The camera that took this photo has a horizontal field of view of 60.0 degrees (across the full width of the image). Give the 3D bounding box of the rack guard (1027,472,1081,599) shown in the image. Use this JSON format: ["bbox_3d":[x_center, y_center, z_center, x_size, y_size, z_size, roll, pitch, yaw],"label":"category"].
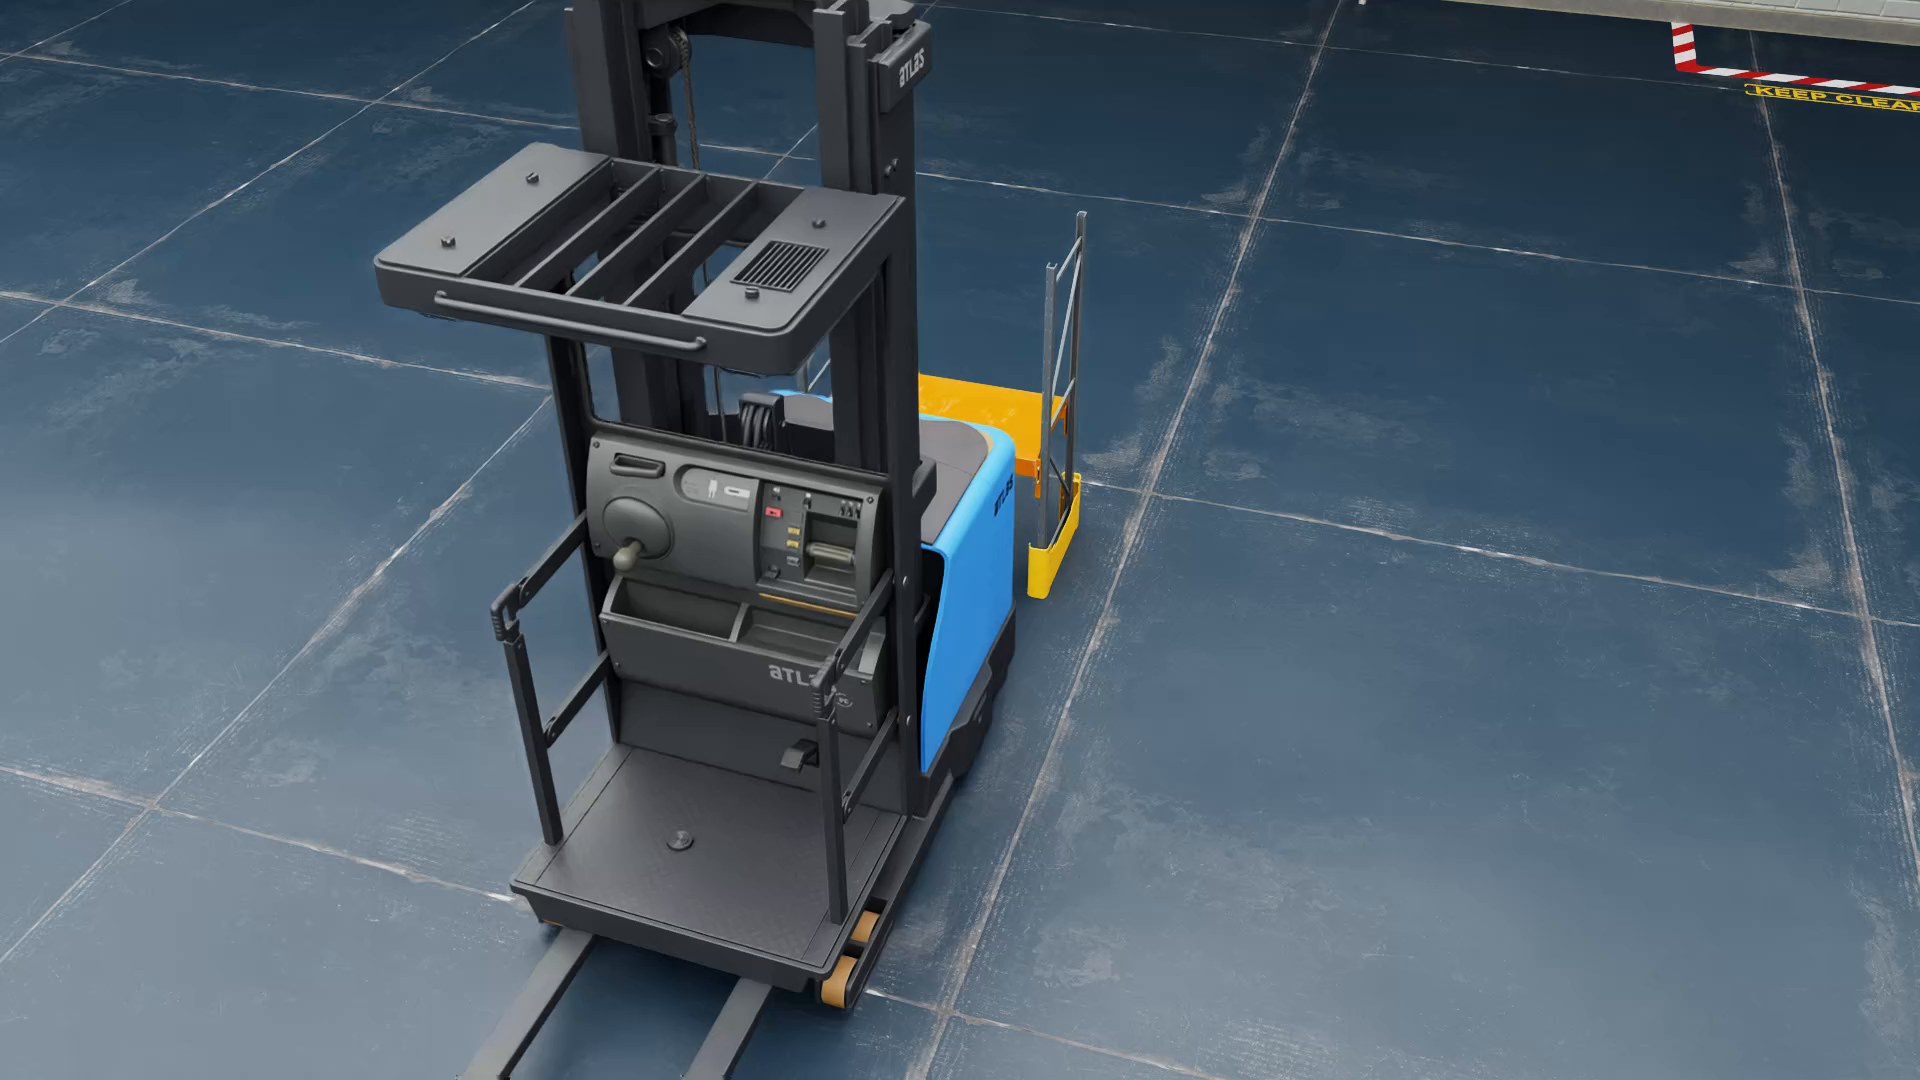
[{"bbox_3d":[0.403,-0.026,7.075,0.087,0.250,0.587,10,38,14],"label":"rack guard"}]

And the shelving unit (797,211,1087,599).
[{"bbox_3d":[-0.073,-0.618,6.824,1.083,1.500,0.587,10,38,14],"label":"shelving unit"}]

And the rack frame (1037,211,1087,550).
[{"bbox_3d":[0.404,-0.529,6.704,0.032,1.500,0.500,10,38,14],"label":"rack frame"}]

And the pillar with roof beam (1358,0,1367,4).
[{"bbox_3d":[1.719,-5.466,7.085,0.400,9.000,9.100,10,38,14],"label":"pillar with roof beam"}]

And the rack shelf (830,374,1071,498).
[{"bbox_3d":[-0.081,-0.474,6.933,1.000,0.185,0.538,10,38,14],"label":"rack shelf"}]

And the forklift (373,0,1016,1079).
[{"bbox_3d":[-0.748,0.018,4.753,1.130,2.935,3.031,12,38,15],"label":"forklift"}]

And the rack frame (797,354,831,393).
[{"bbox_3d":[-0.567,-0.709,6.948,0.032,1.500,0.500,10,38,14],"label":"rack frame"}]
